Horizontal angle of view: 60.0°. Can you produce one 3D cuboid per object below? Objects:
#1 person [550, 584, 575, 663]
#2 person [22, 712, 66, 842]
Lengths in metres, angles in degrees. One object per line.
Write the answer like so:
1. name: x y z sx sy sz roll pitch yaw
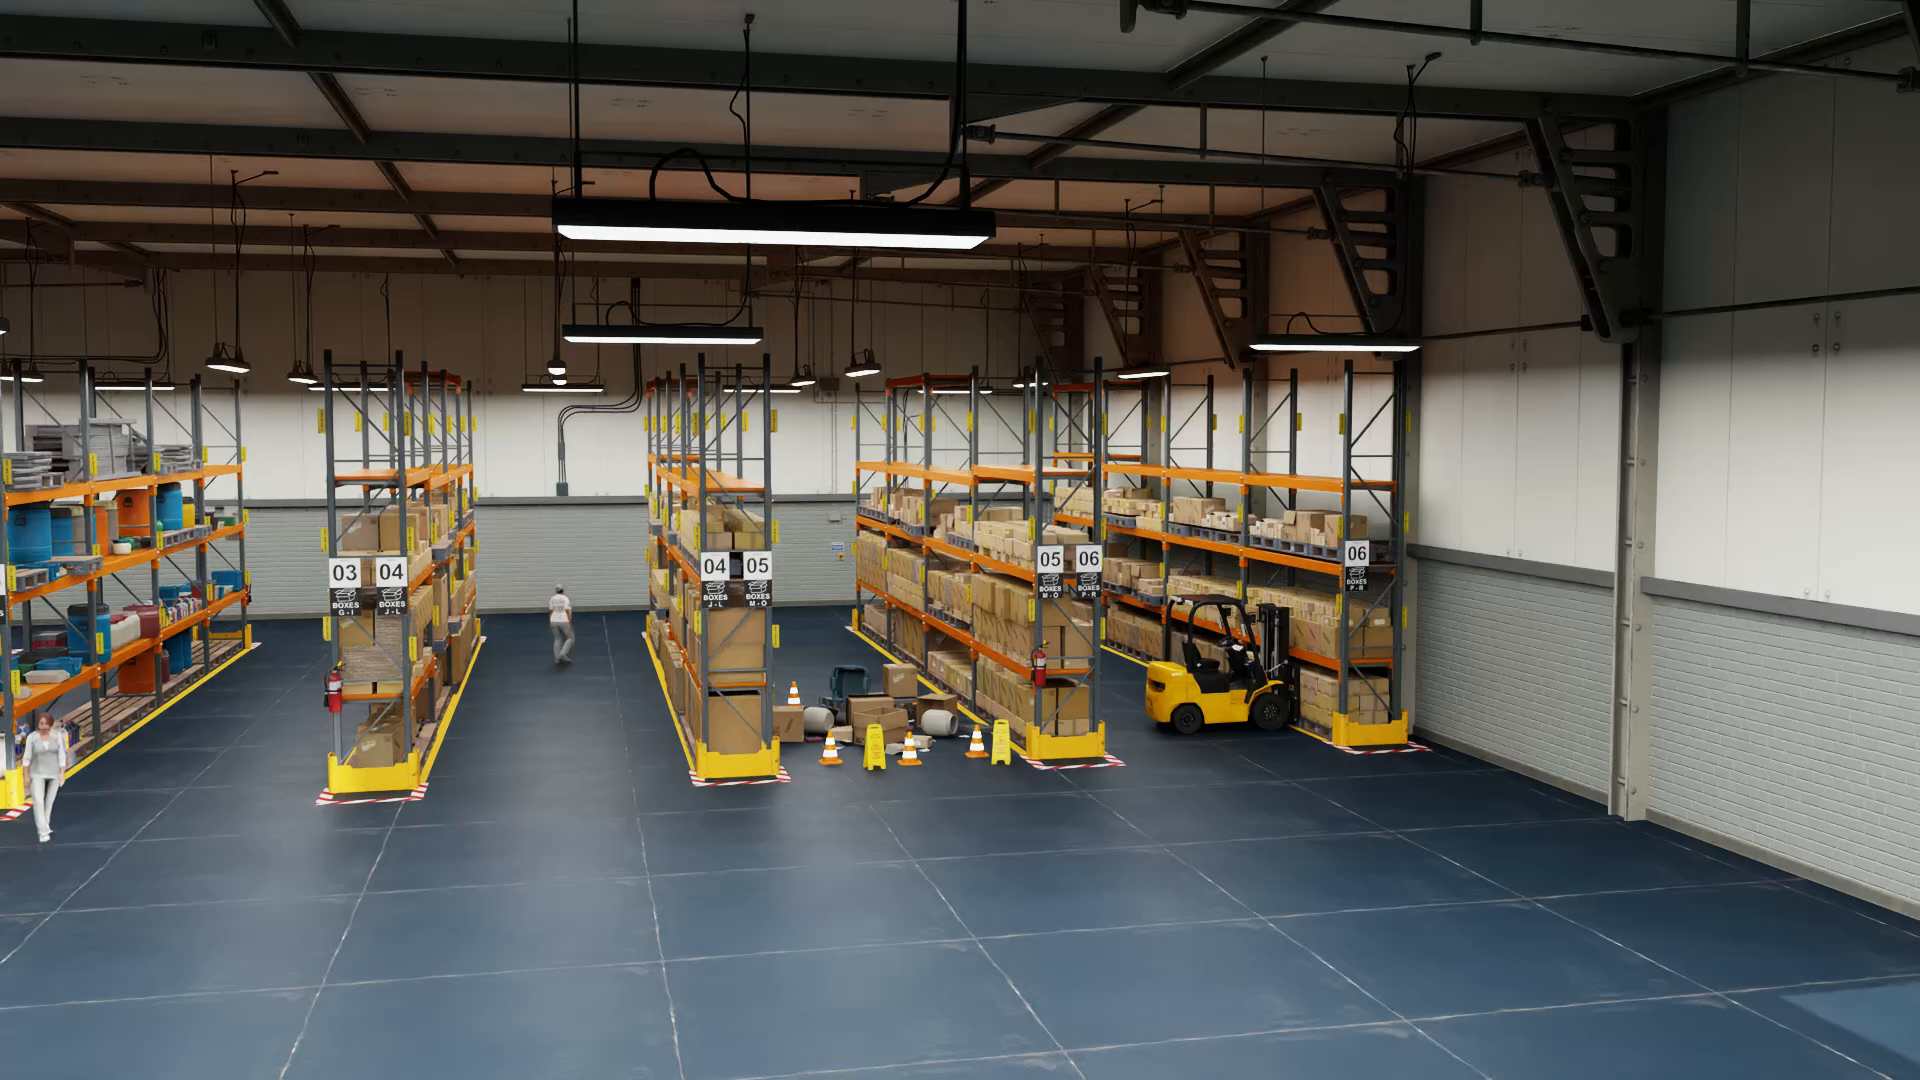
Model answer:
1. person: -8.373 1.753 34.859 0.526 1.663 0.502 1 4 21
2. person: -10.944 2.825 19.907 0.428 1.533 1.022 -4 6 -45
